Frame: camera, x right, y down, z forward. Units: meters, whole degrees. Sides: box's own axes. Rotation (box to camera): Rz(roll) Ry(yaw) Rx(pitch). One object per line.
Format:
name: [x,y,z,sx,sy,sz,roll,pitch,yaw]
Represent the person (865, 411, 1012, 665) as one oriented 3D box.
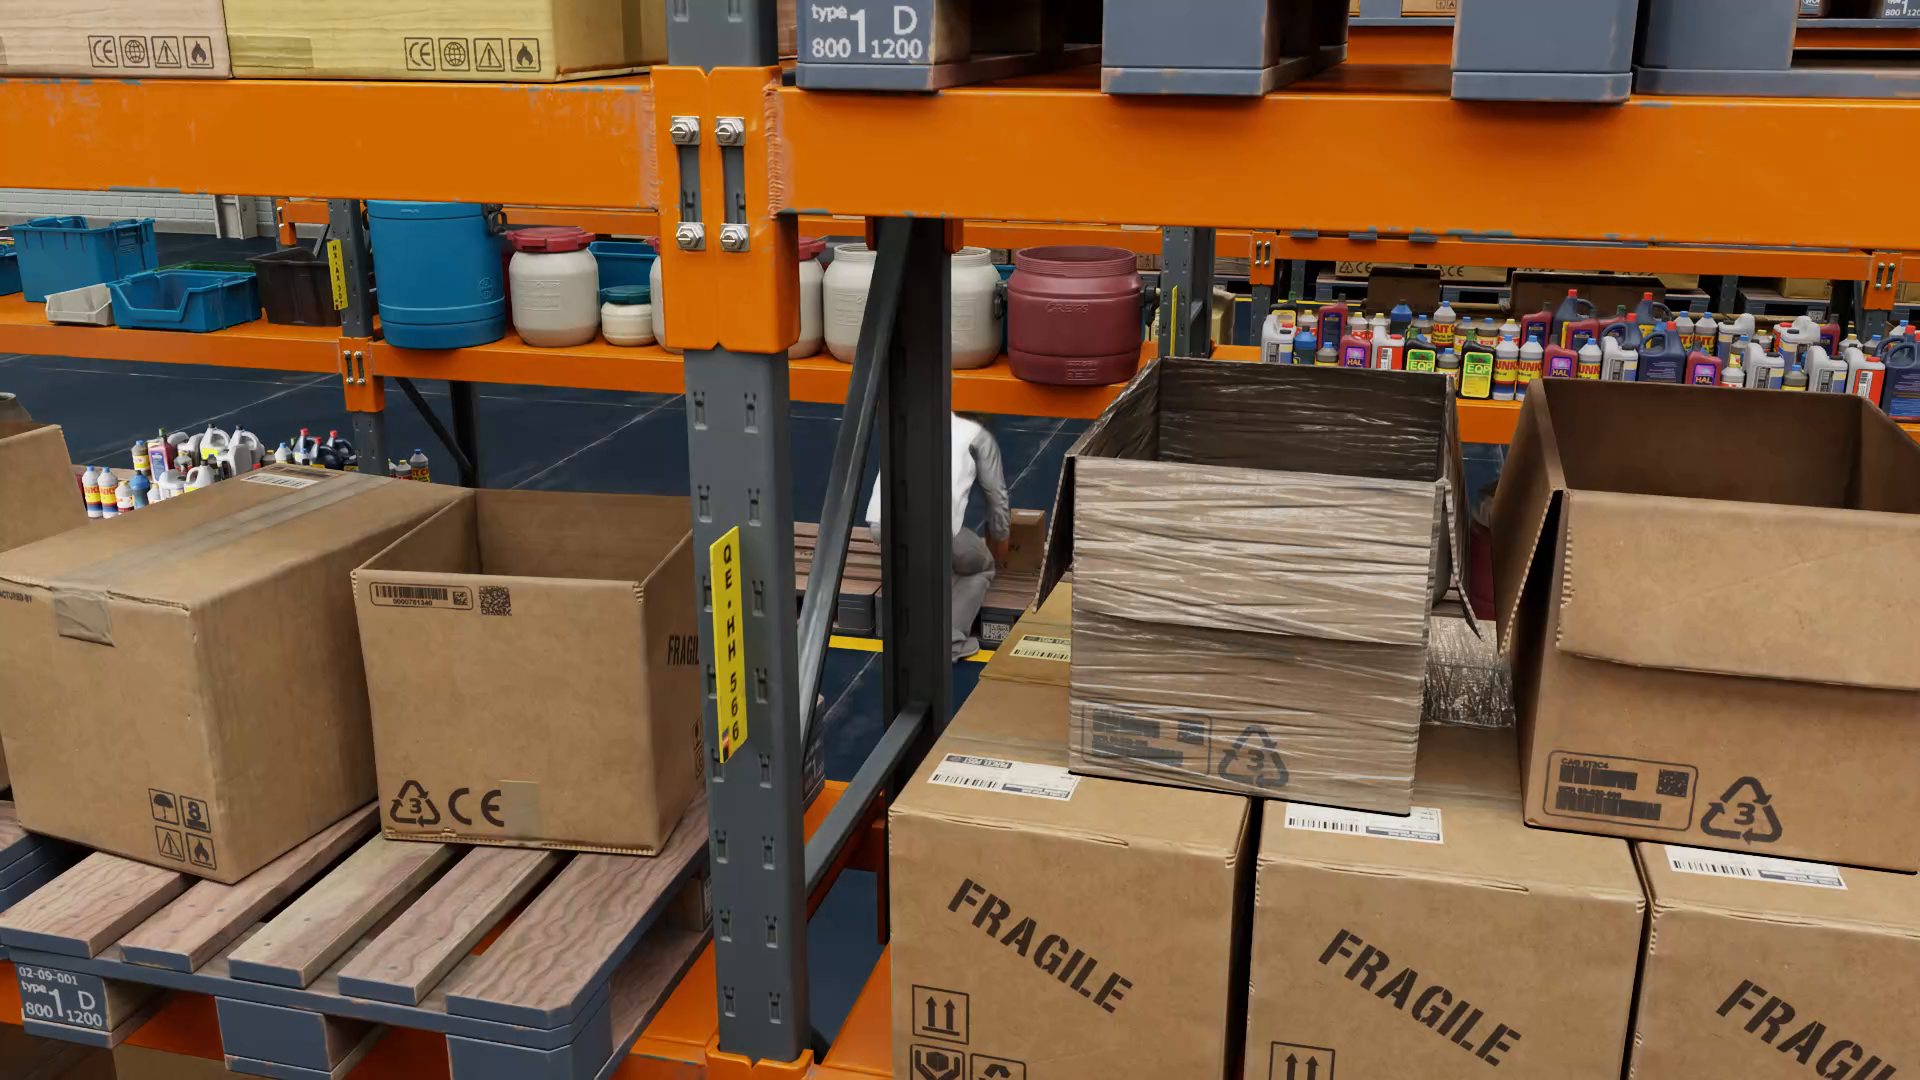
person: [-0.110,-0.107,7.676,0.582,1.257,0.840,11,21,30]
